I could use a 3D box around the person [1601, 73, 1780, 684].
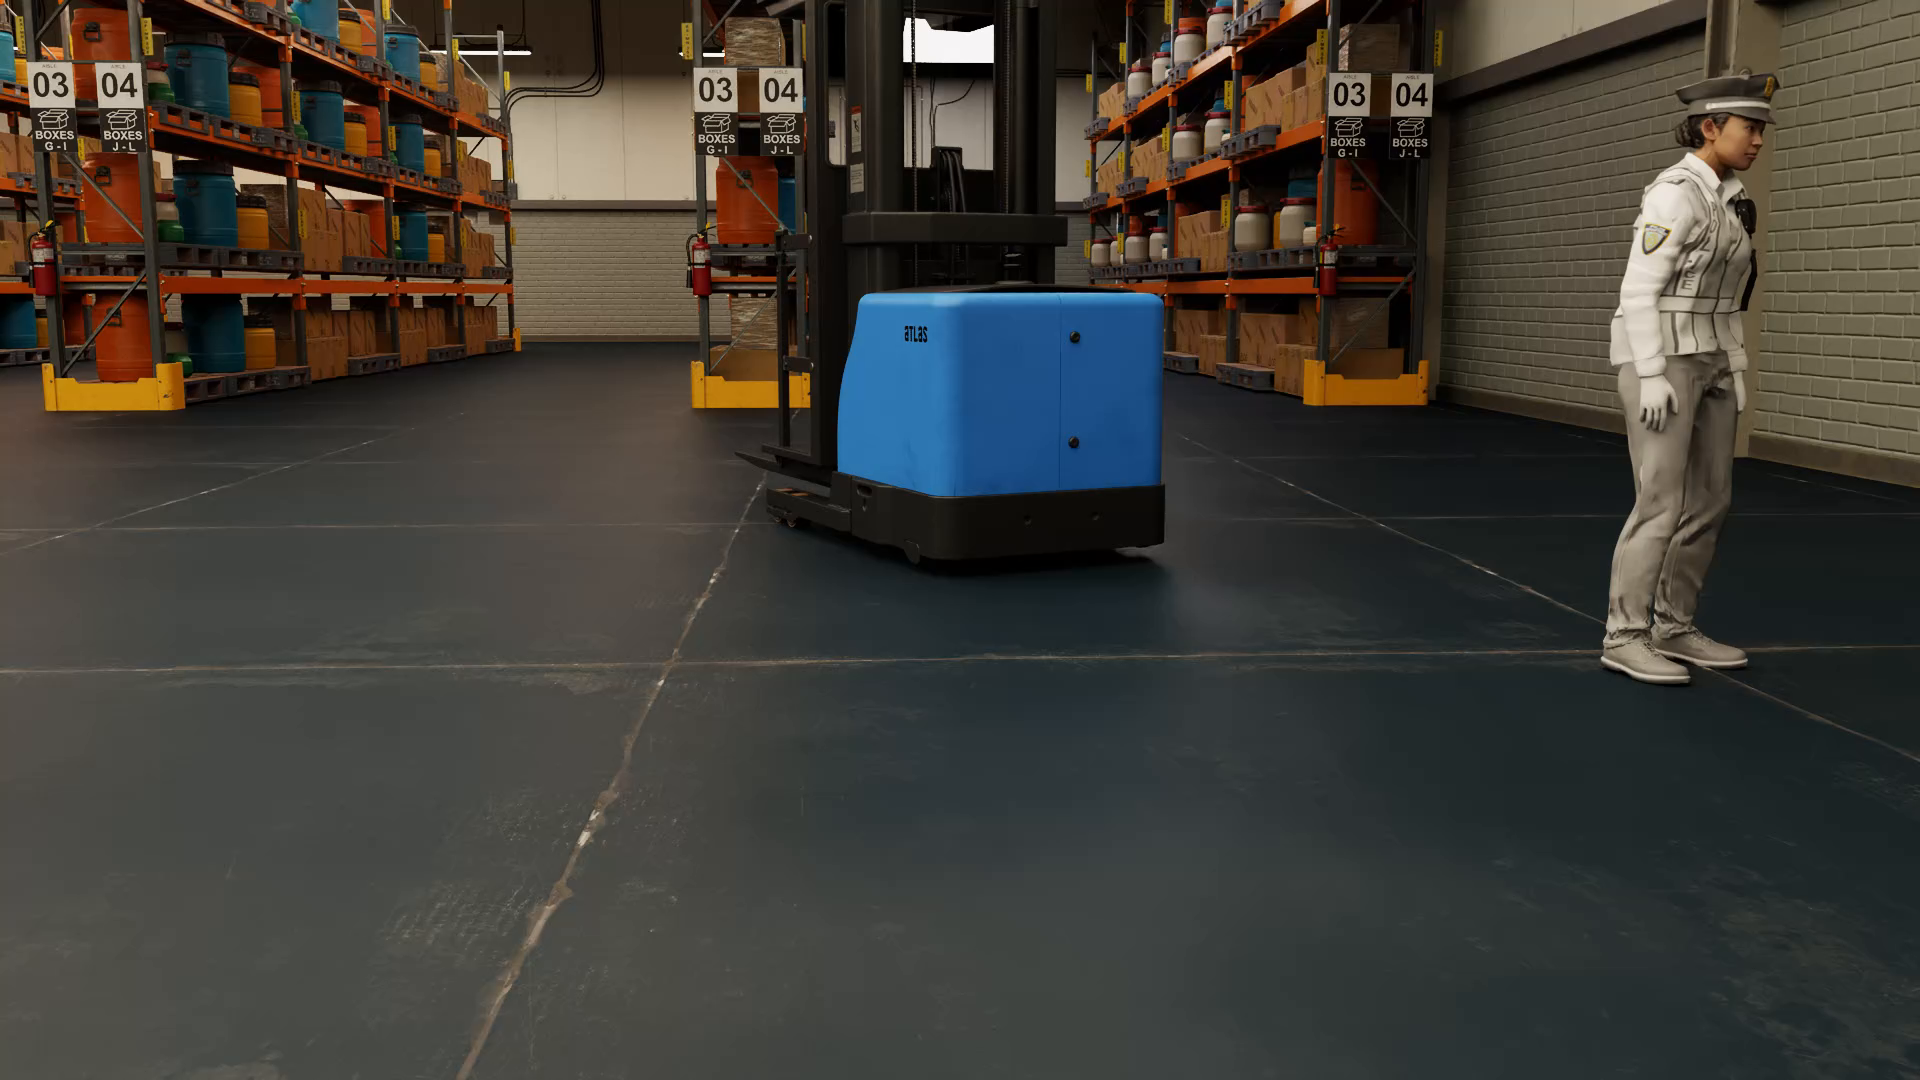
[{"bbox_3d":[2.063,-0.455,4.717,0.530,1.663,0.377,-7,11,-38],"label":"person"}]

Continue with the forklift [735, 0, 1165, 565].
[{"bbox_3d":[-0.264,-1.530,7.637,1.130,2.935,3.031,-4,9,-25],"label":"forklift"}]
